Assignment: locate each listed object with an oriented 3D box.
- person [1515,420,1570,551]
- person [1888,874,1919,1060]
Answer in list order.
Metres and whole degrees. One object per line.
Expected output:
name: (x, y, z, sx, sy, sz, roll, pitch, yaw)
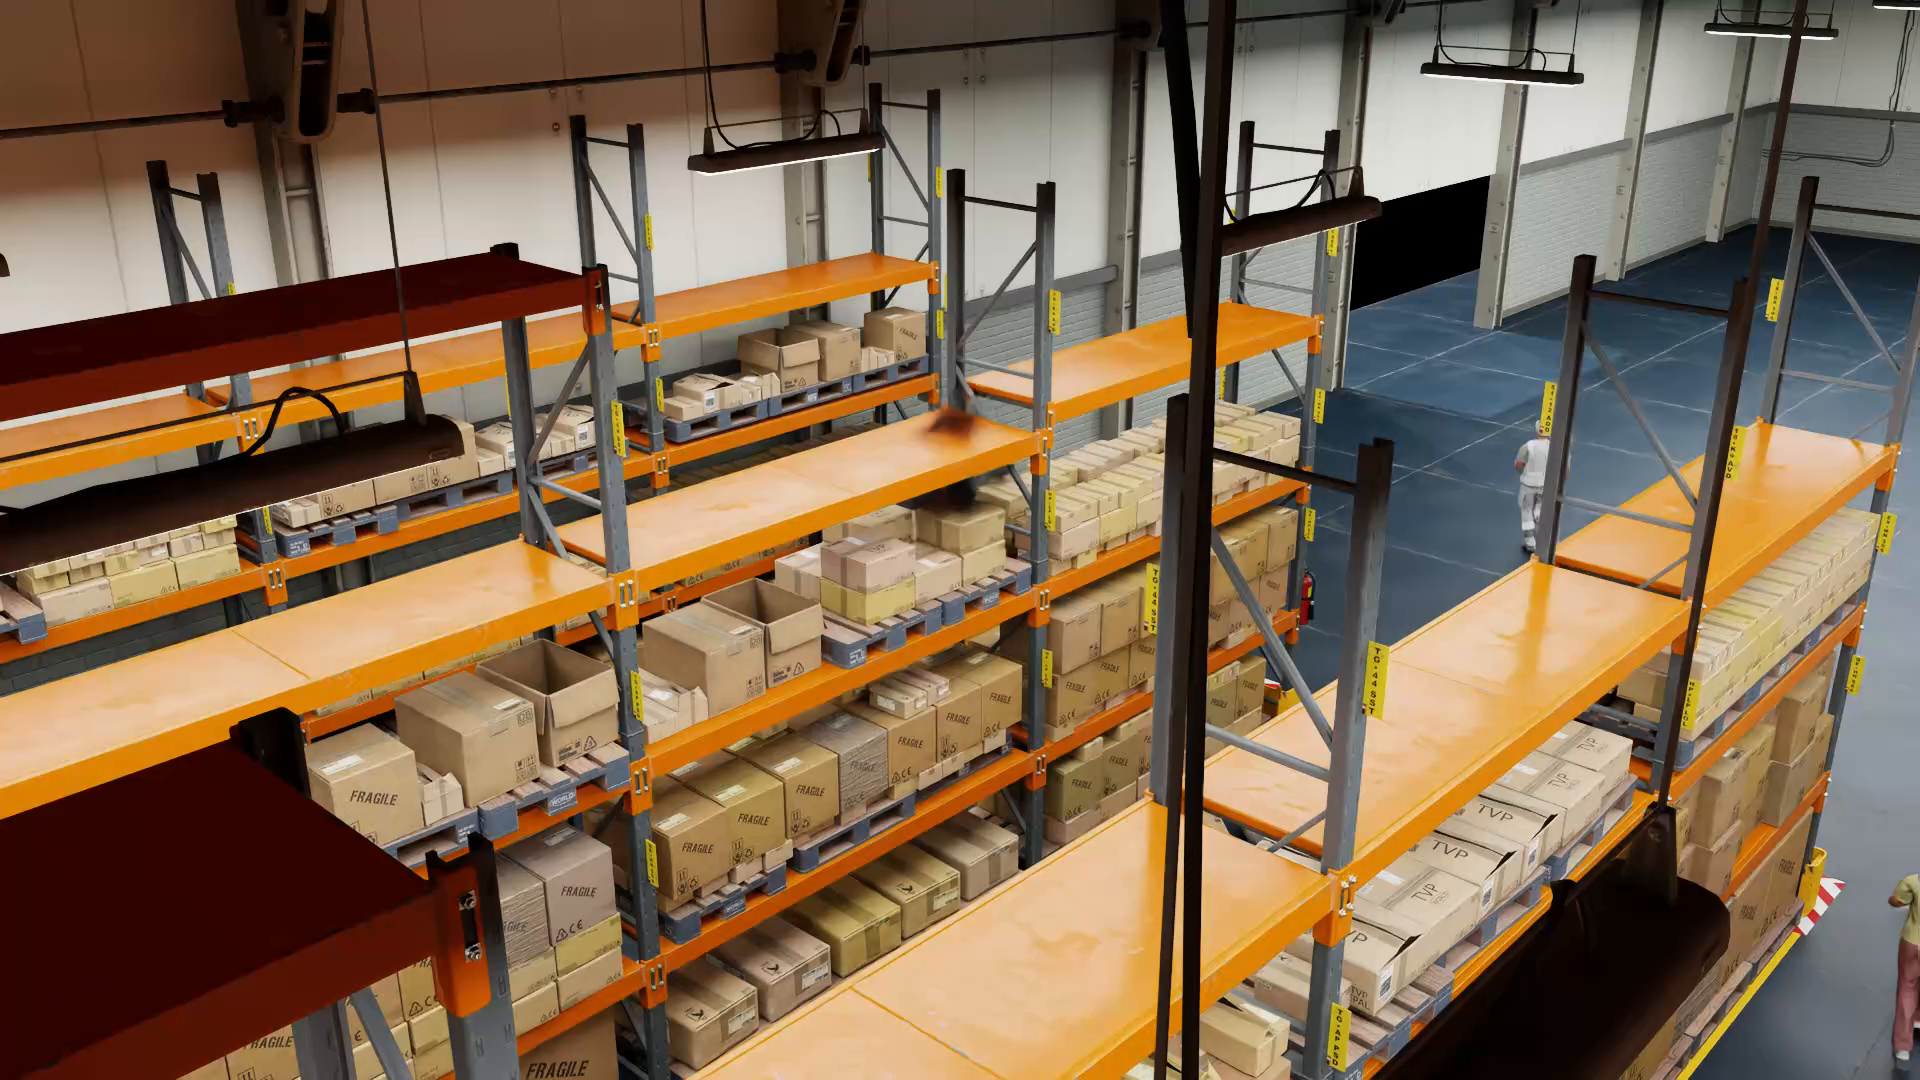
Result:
person: (7.454, -0.762, 21.535, 0.643, 1.742, 0.584, 0, 21, 1)
person: (6.980, 2.964, 12.043, 0.564, 1.712, 0.778, 10, 23, 24)
